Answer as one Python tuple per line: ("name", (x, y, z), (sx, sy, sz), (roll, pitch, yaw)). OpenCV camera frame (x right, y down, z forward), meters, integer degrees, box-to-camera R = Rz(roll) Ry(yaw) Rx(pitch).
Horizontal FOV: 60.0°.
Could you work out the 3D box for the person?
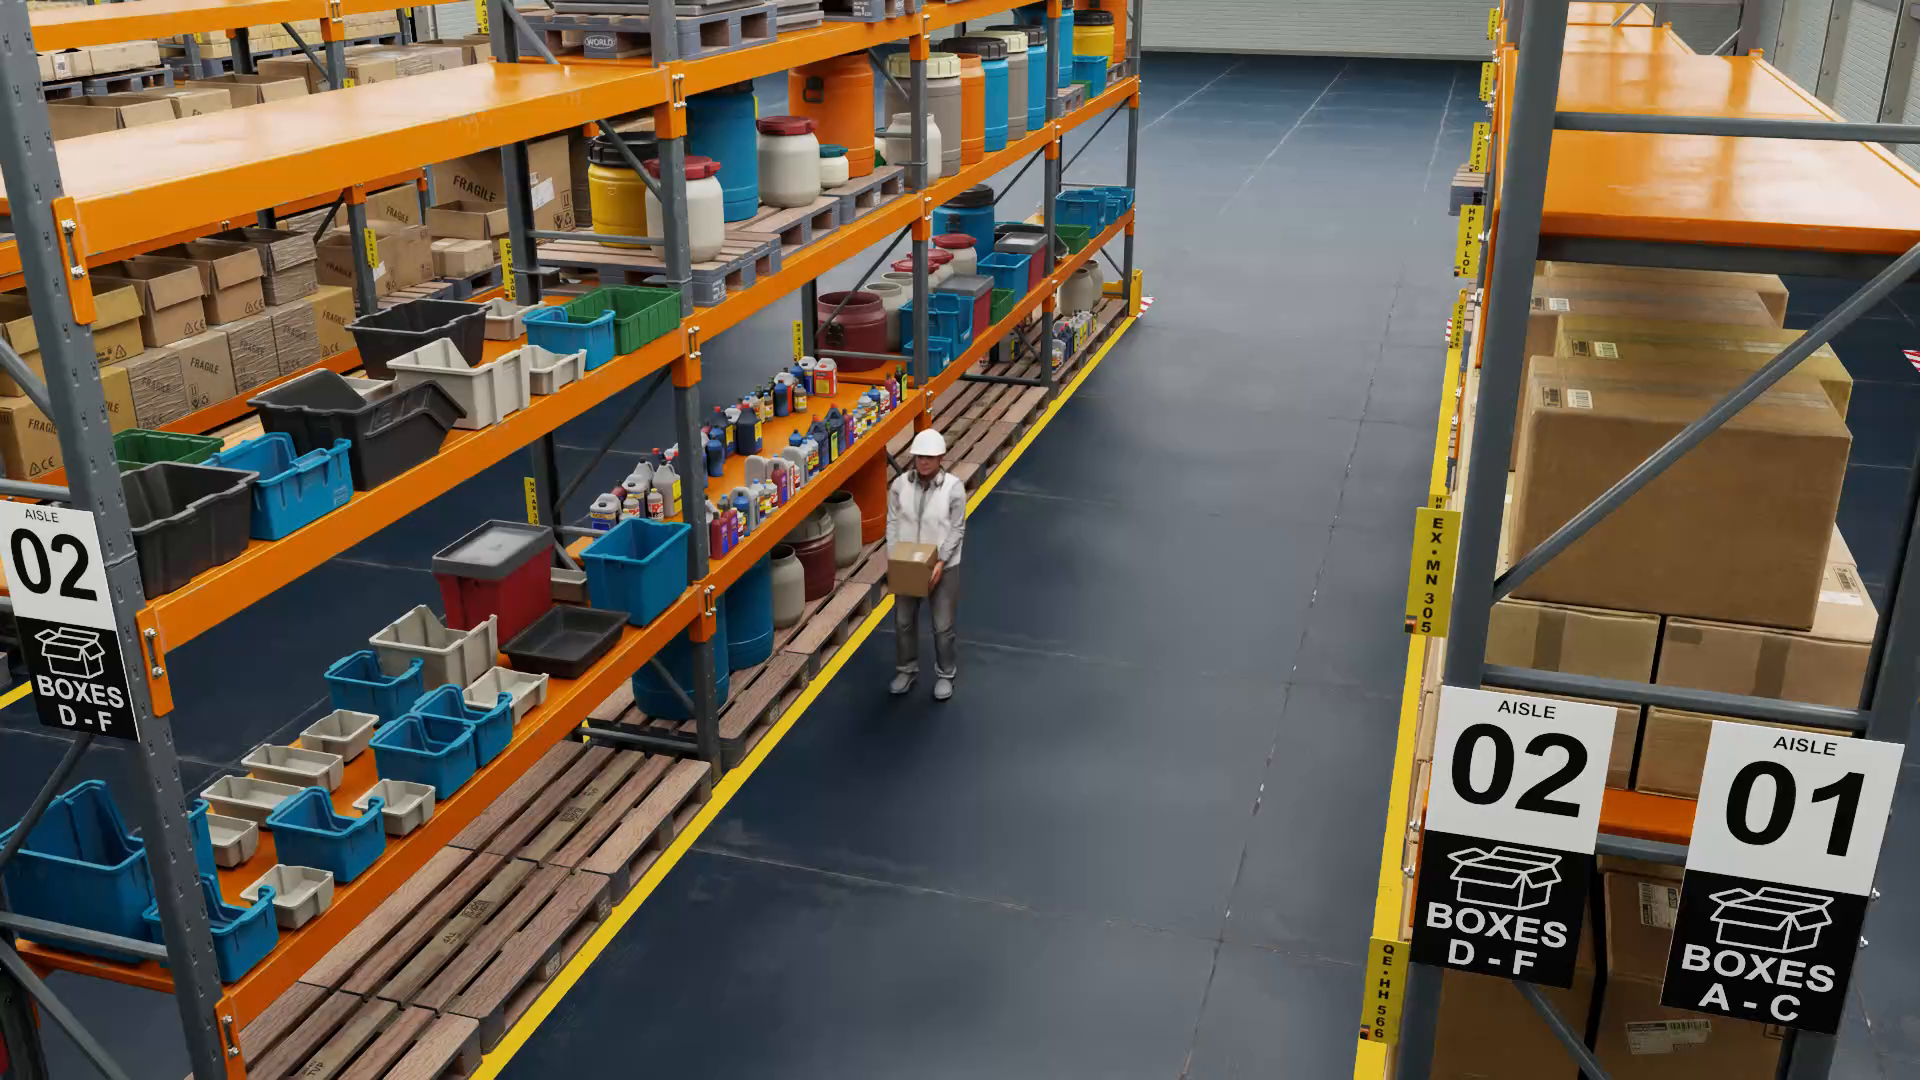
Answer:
("person", (-0.230, 0.172, 10.616), (0.528, 1.778, 0.529), (6, 23, 15))
